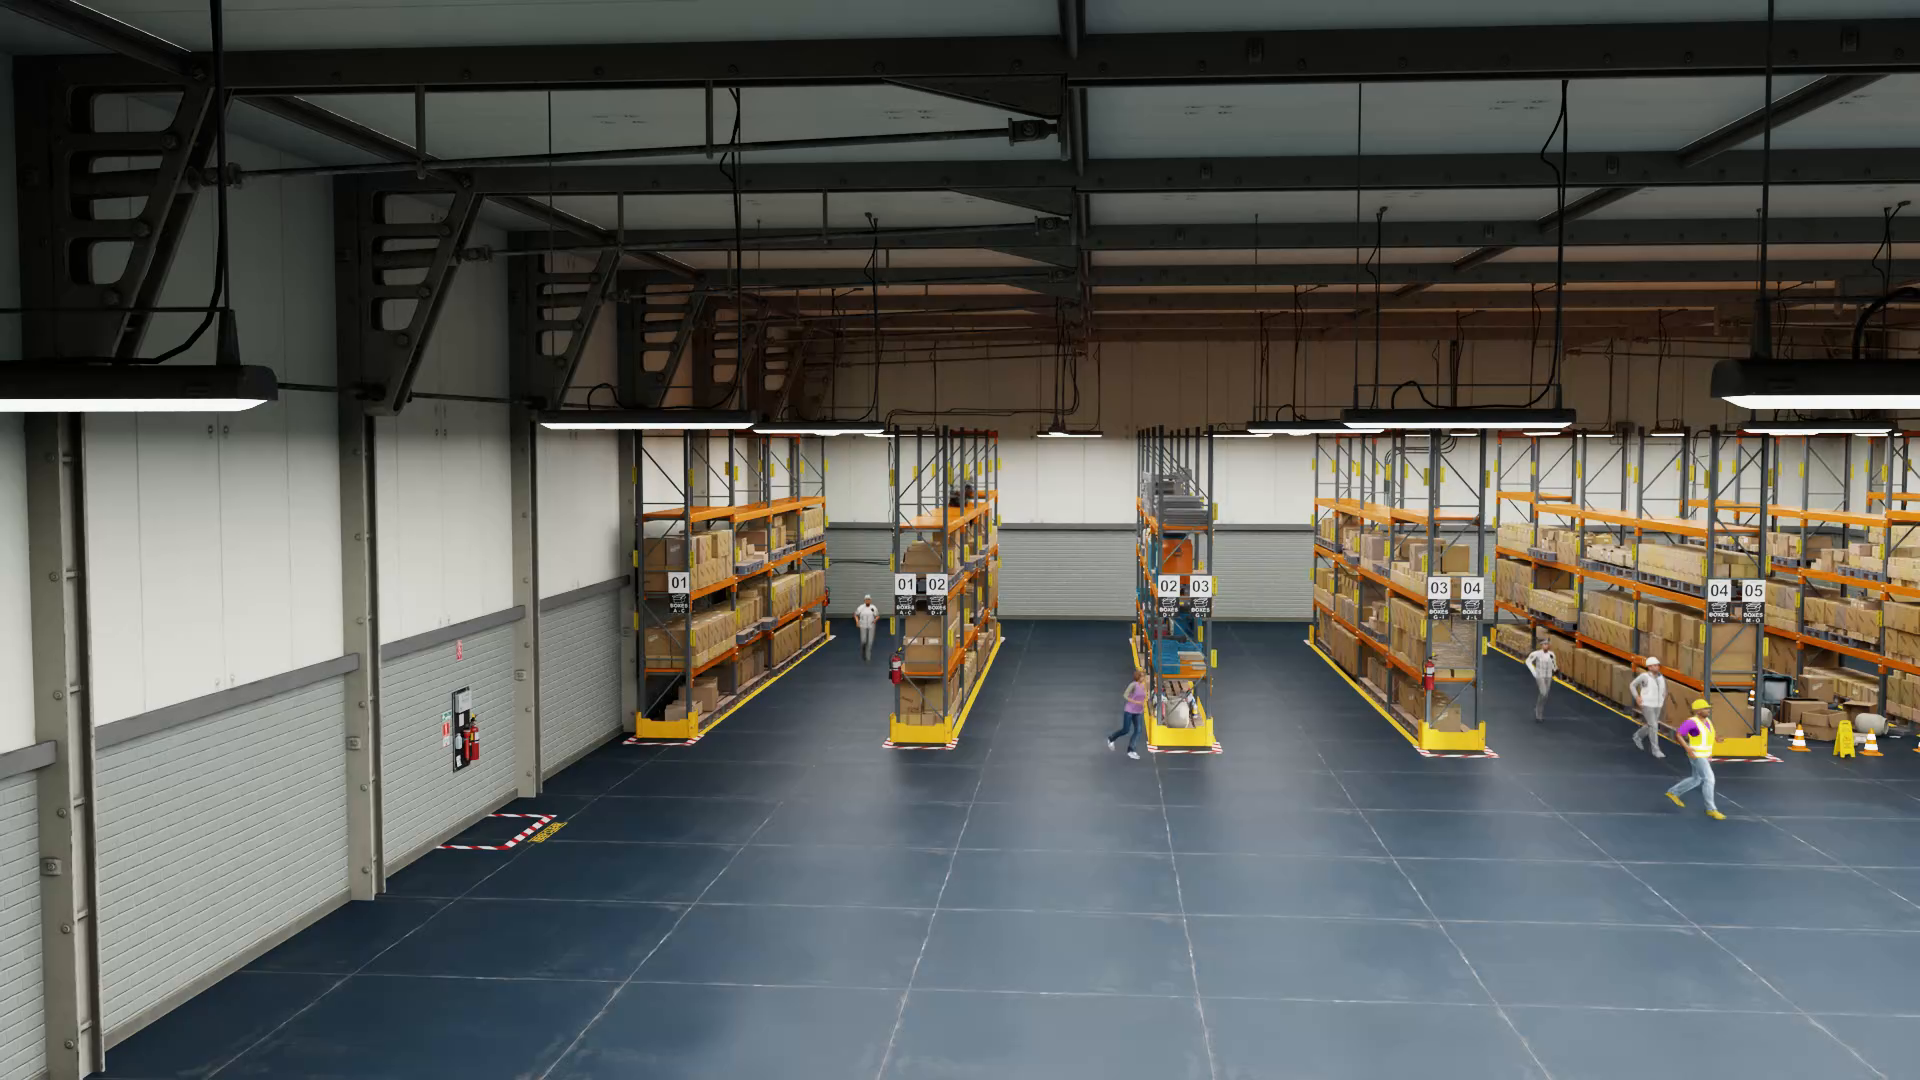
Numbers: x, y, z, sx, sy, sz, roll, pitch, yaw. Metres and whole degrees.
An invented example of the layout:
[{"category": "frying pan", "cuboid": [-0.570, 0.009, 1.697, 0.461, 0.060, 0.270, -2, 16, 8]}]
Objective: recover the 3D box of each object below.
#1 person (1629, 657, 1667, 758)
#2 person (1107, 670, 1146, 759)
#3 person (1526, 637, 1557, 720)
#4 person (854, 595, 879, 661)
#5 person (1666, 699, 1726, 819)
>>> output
[{"category": "person", "cuboid": [12.558, 3.008, 30.227, 0.677, 1.771, 0.911, -1, 4, -22]}, {"category": "person", "cuboid": [3.129, 3.136, 30.205, 0.583, 1.551, 0.824, -3, 4, -39]}, {"category": "person", "cuboid": [11.957, 2.839, 34.057, 0.587, 1.708, 0.687, -1, 3, -9]}, {"category": "person", "cuboid": [-2.274, 2.170, 40.788, 0.606, 1.643, 0.531, 0, 3, -7]}, {"category": "person", "cuboid": [11.275, 3.310, 25.398, 0.914, 1.779, 0.682, 3, 5, 43]}]
